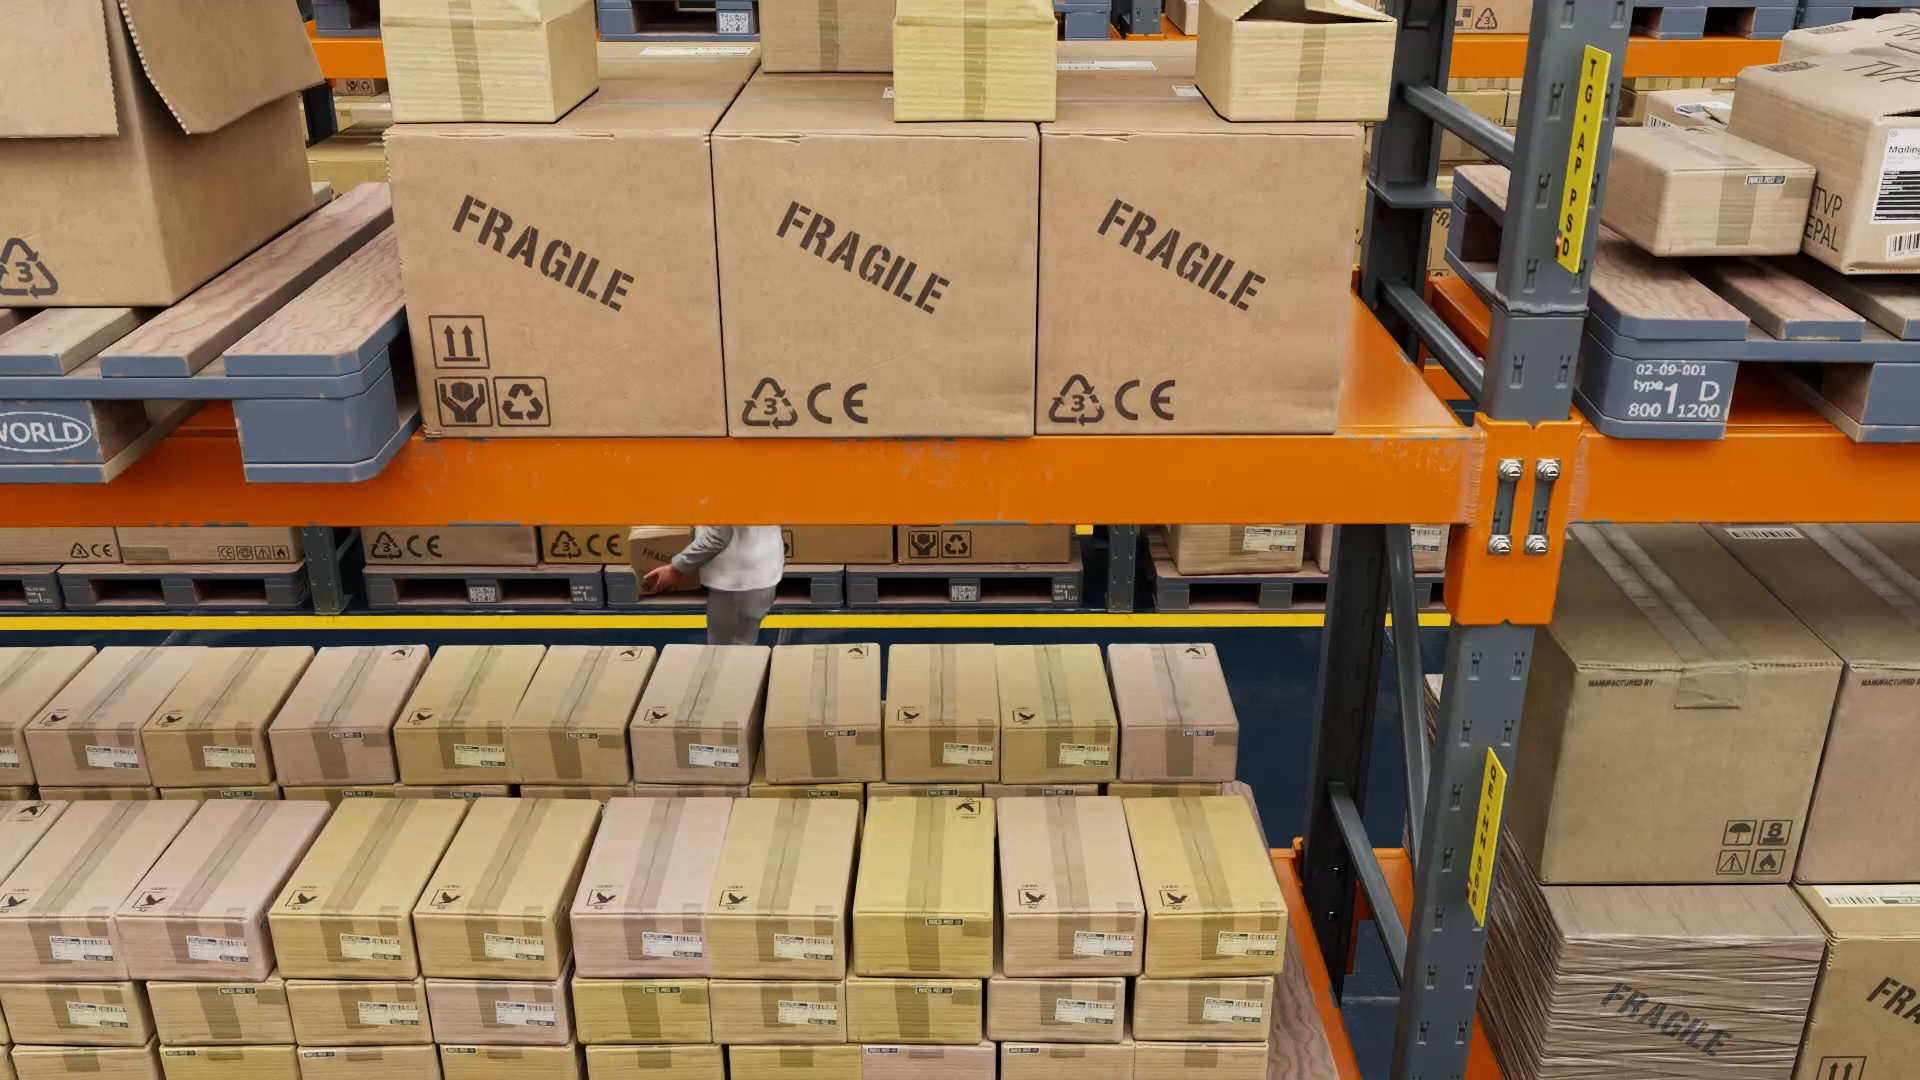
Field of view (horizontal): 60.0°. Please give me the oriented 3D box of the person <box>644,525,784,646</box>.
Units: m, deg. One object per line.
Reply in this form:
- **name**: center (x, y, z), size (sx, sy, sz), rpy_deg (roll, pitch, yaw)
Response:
- **person**: center (-0.989, 0.138, 6.757), size (0.541, 1.775, 0.514), rpy_deg (0, 24, -1)
